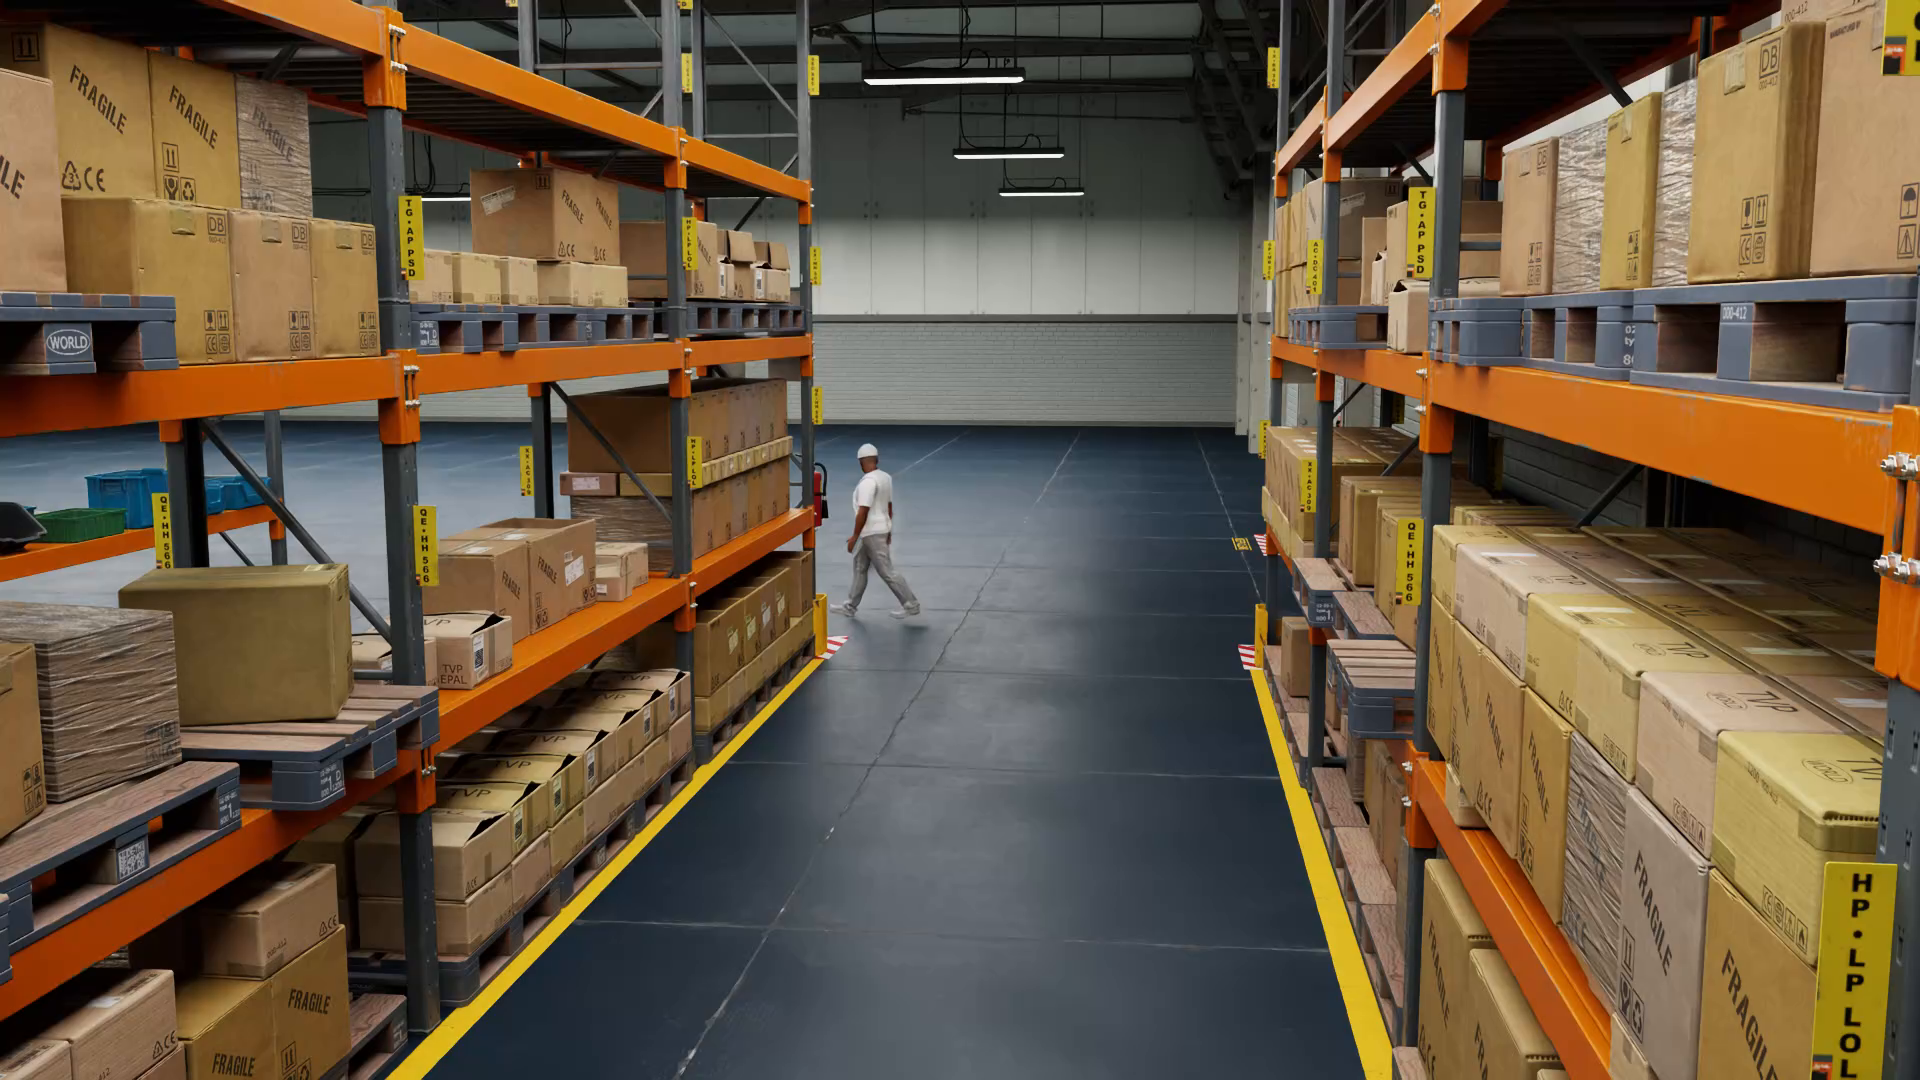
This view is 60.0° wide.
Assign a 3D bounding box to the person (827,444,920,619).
[{"bbox_3d":[-0.870,-0.073,16.299,0.999,1.739,0.584,1,8,11],"label":"person"}]
